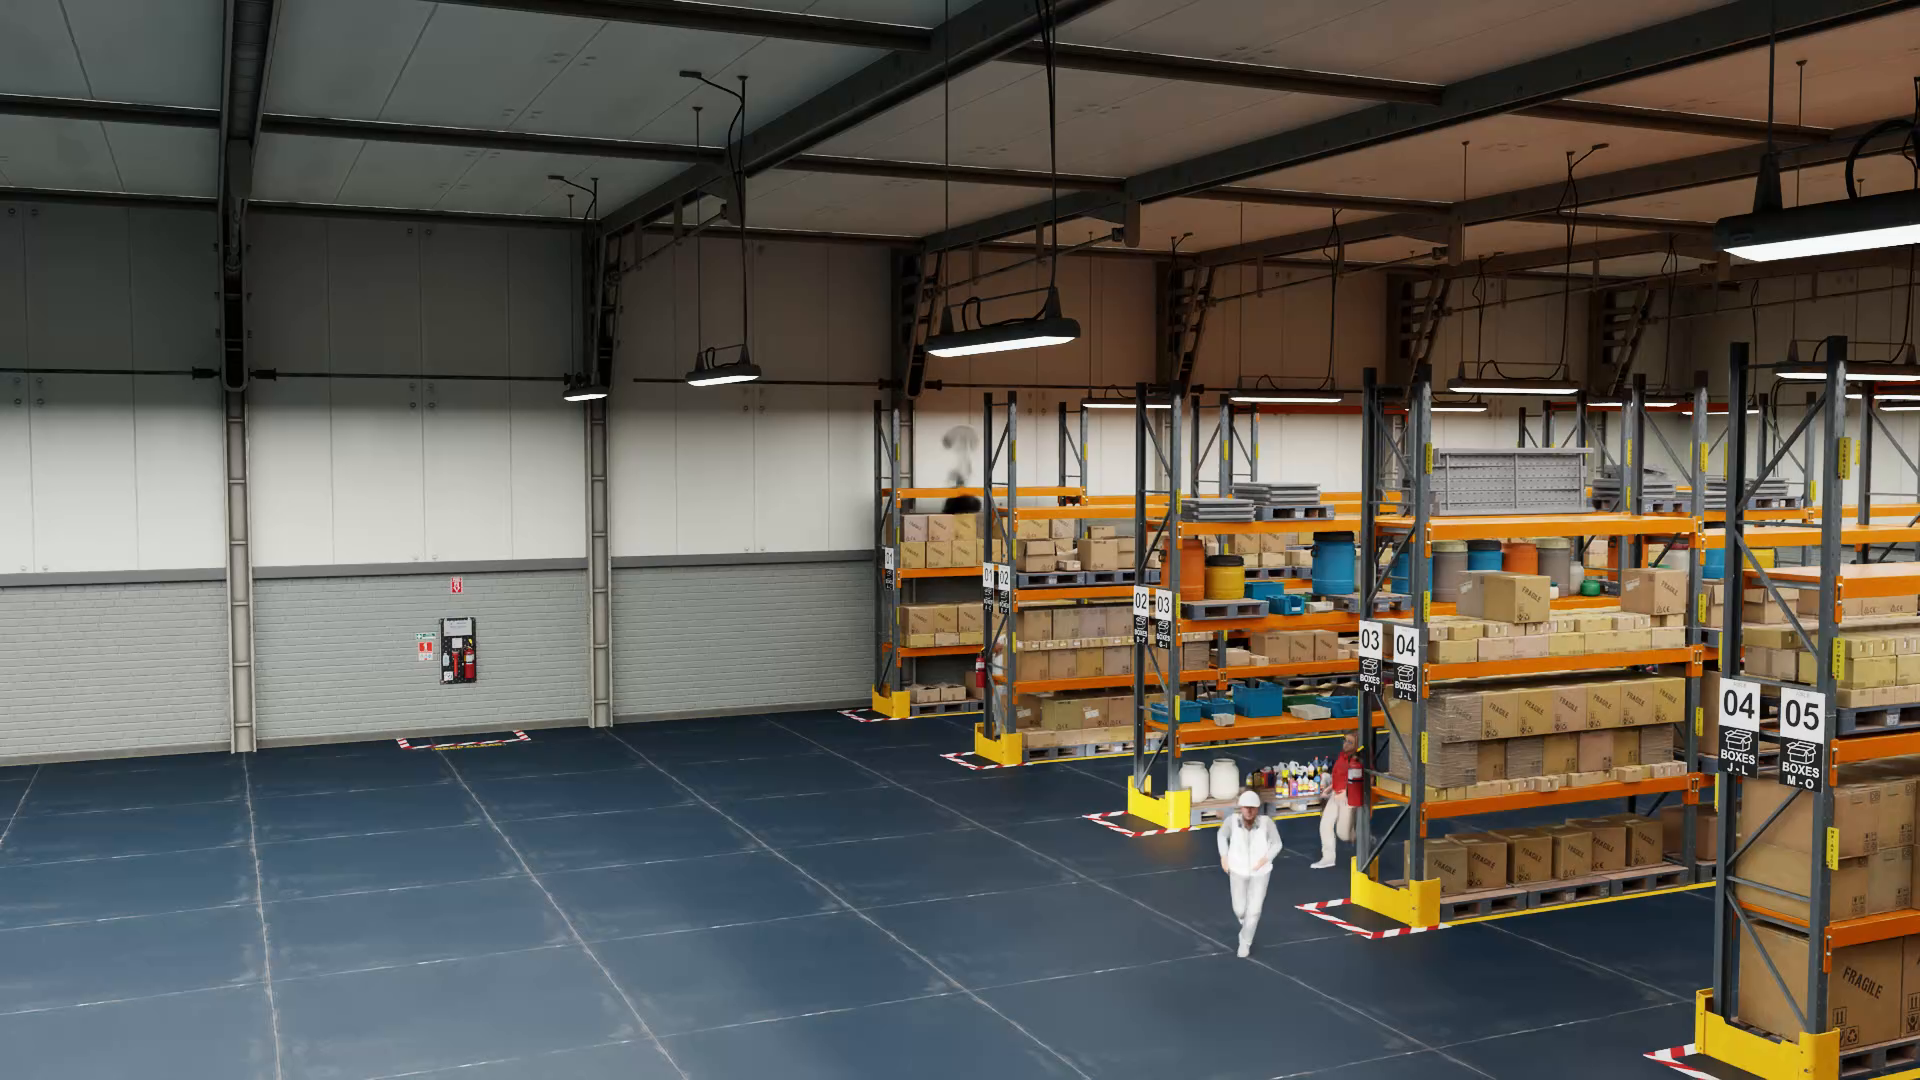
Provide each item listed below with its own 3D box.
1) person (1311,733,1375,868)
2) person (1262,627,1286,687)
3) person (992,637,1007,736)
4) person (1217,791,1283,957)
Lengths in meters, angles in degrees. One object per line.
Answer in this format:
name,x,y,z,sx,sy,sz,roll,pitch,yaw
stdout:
person,4.704,3.158,20.096,0.796,1.686,0.705,-2,4,-25
person,6.117,2.499,32.501,0.918,1.571,0.712,-3,4,-39
person,0.782,2.587,29.407,0.678,1.756,0.685,-2,4,-30
person,2.933,3.351,16.862,0.652,1.710,0.784,1,3,9
